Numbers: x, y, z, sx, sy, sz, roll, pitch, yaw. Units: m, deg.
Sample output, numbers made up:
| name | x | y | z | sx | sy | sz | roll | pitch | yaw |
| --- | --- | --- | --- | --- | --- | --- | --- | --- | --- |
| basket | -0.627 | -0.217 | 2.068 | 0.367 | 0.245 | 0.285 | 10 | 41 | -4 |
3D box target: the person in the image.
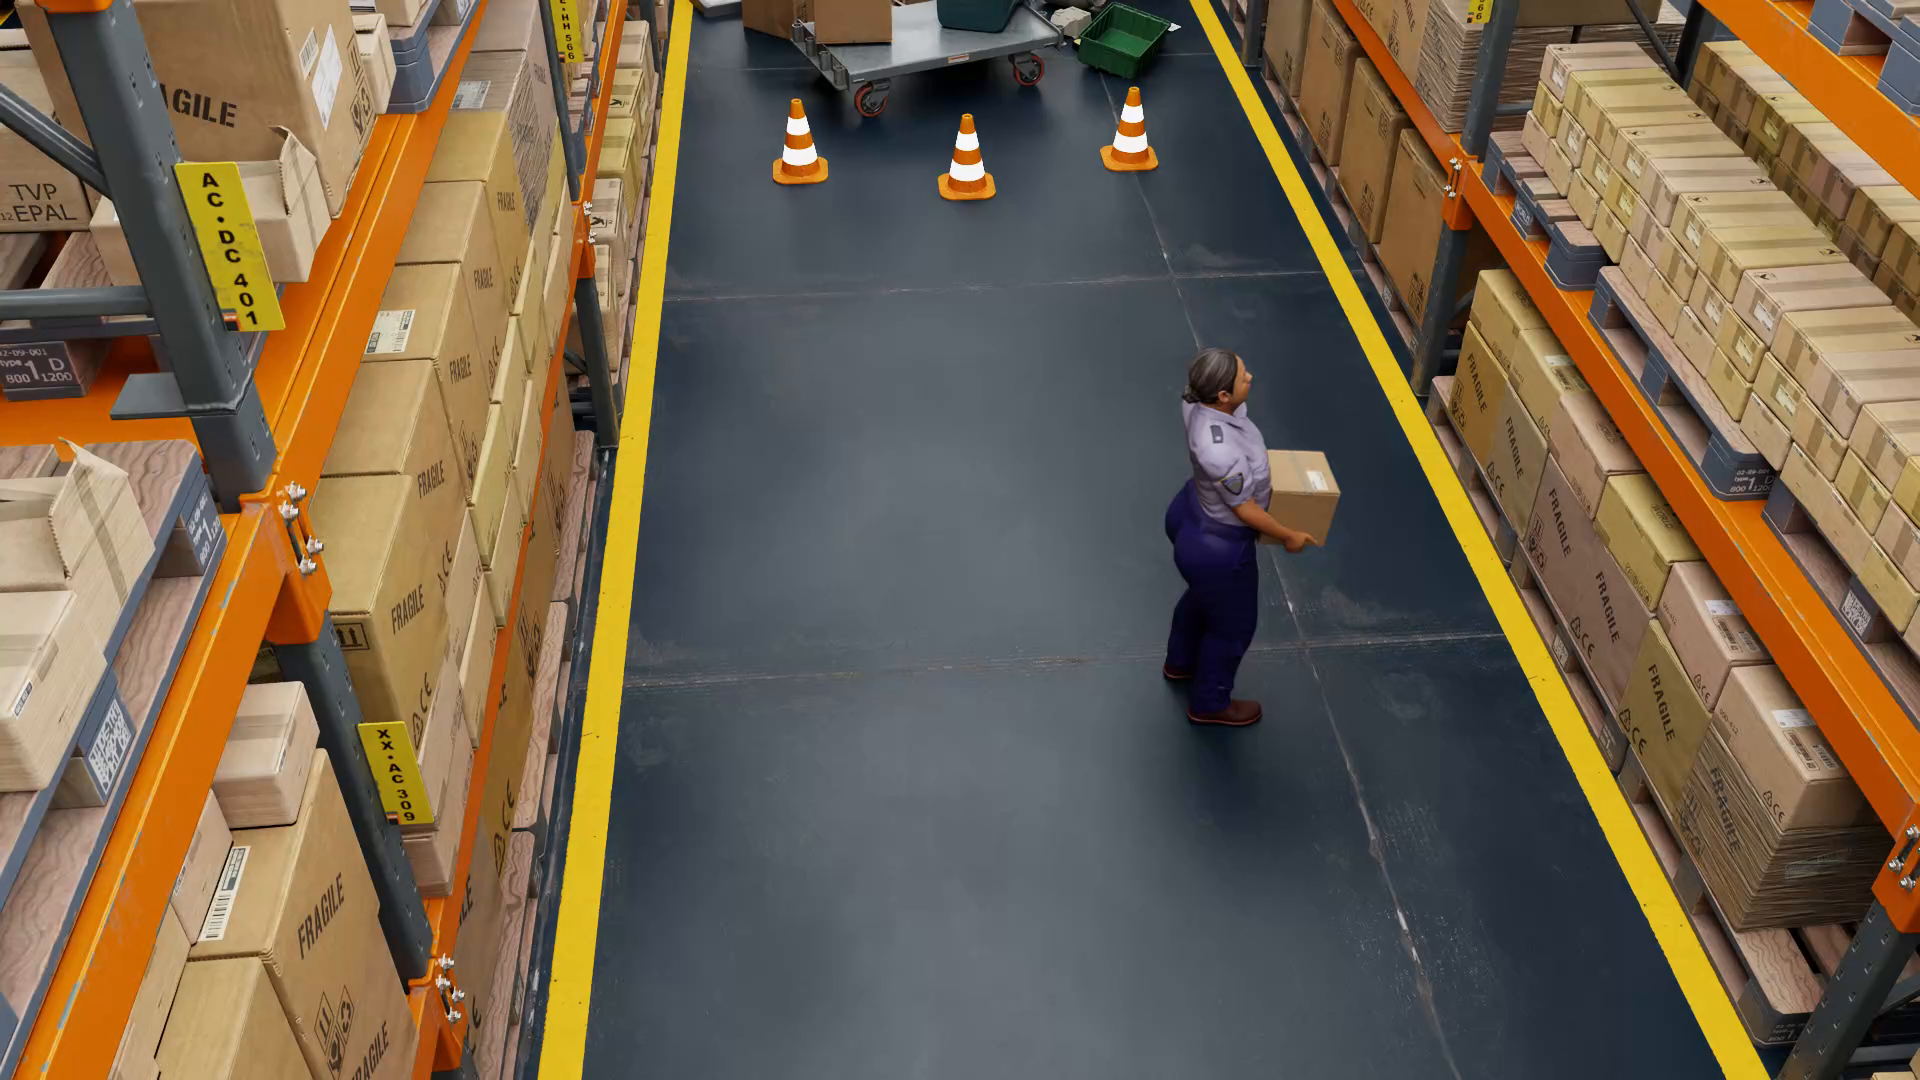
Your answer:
| name | x | y | z | sx | sy | sz | roll | pitch | yaw |
| --- | --- | --- | --- | --- | --- | --- | --- | --- | --- |
| person | 1.027 | -0.014 | 6.193 | 0.517 | 1.634 | 0.452 | -3 | 39 | -4 |
